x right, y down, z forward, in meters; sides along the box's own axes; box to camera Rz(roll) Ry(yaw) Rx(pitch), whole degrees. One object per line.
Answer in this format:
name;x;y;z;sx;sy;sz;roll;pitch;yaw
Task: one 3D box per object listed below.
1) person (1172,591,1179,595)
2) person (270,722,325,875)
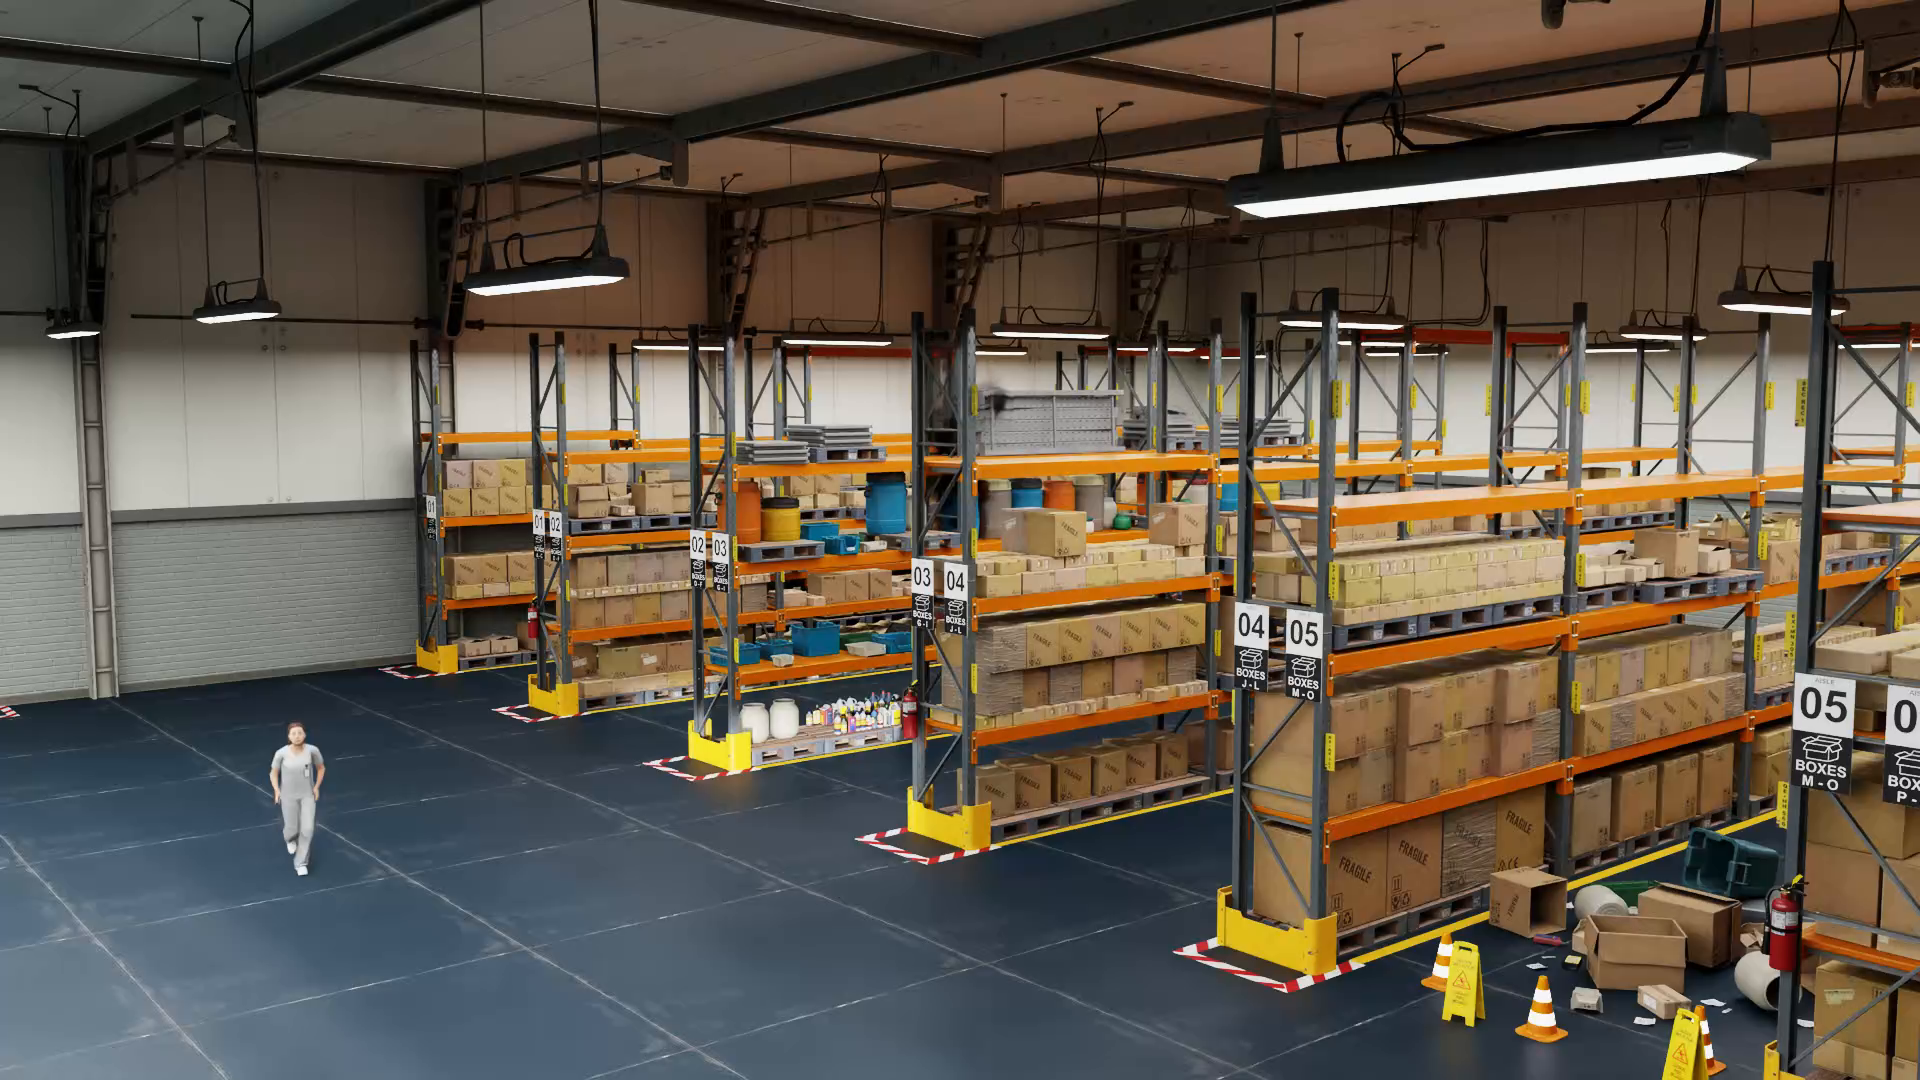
person;4.333;1.288;32.607;0.642;1.689;0.658;4;7;37
person;-7.064;2.723;17.758;0.550;1.621;0.622;-3;6;-25
